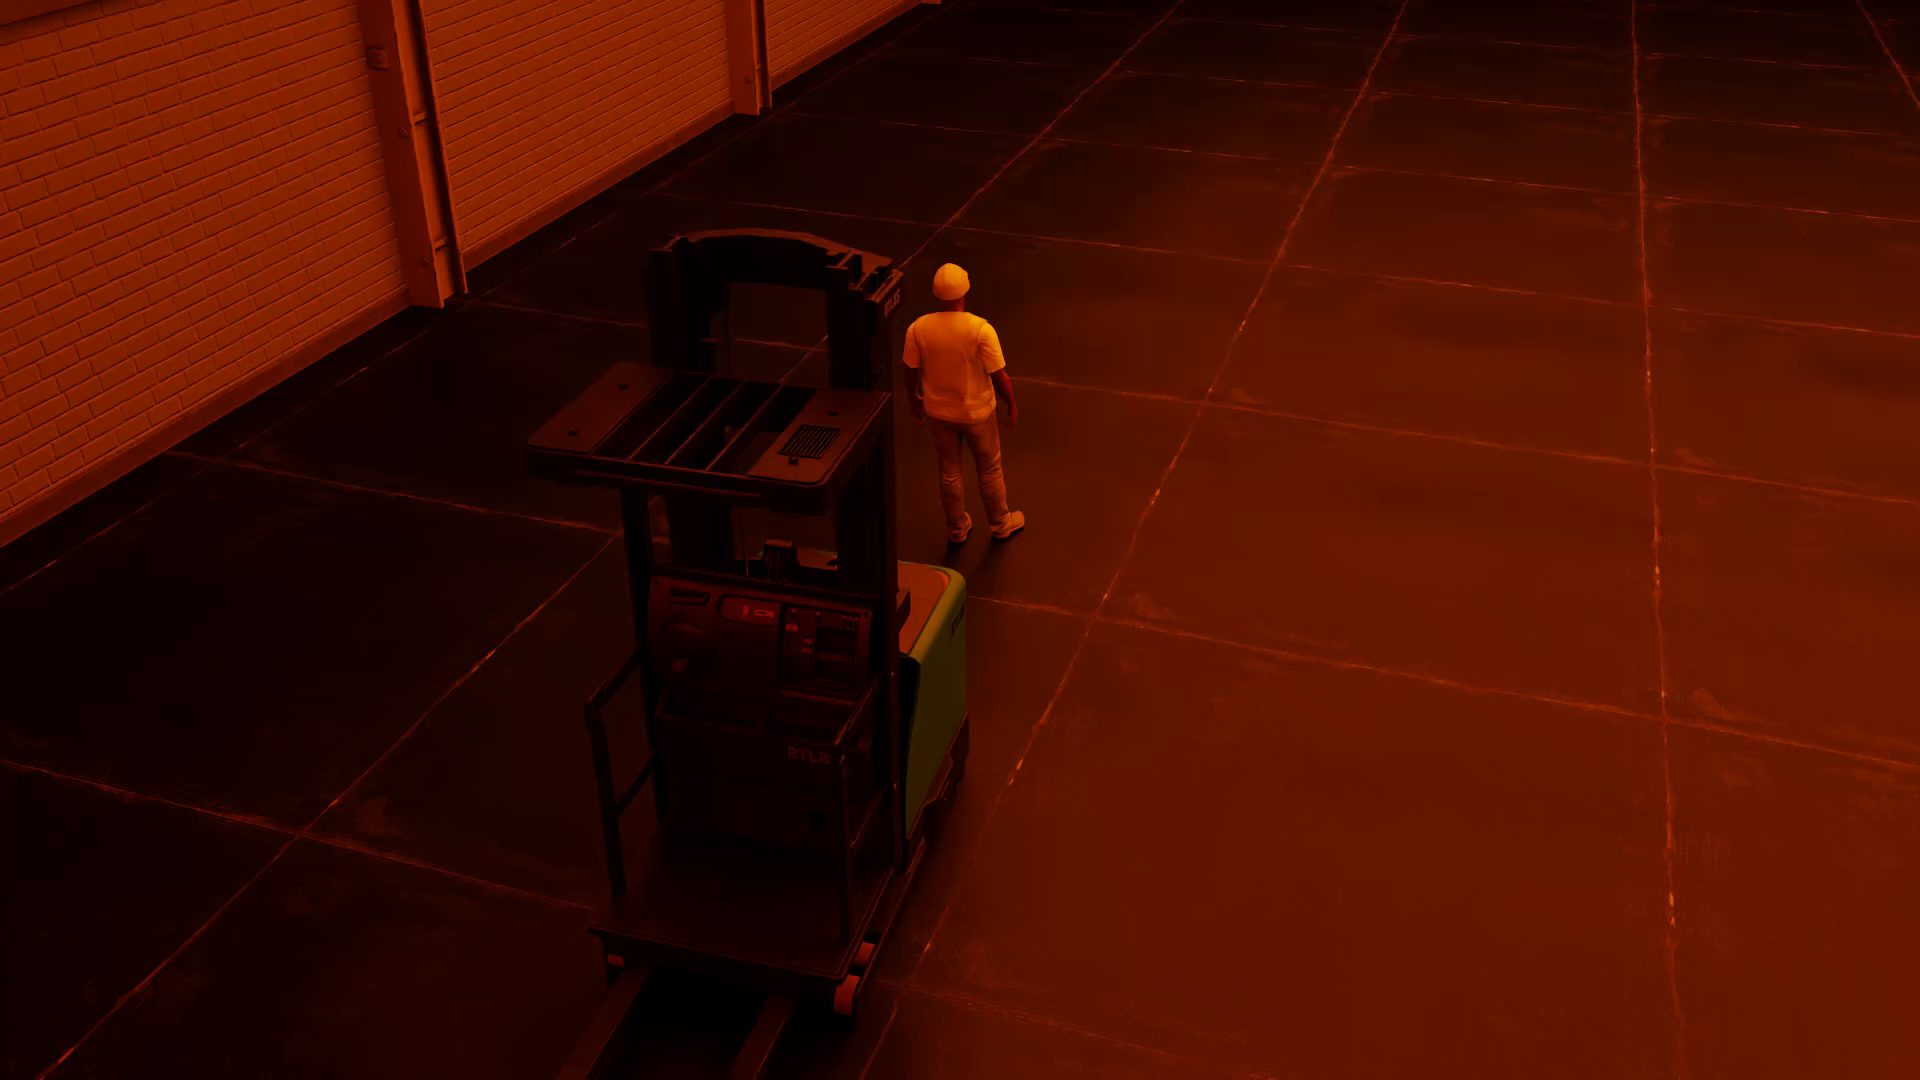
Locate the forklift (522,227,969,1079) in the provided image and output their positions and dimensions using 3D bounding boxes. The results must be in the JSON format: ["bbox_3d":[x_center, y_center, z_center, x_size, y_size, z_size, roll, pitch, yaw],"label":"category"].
[{"bbox_3d":[-0.850,0.432,6.379,1.130,2.935,3.031,8,31,14],"label":"forklift"}]

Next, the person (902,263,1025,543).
[{"bbox_3d":[0.027,-0.805,9.712,0.666,1.768,0.575,10,31,16],"label":"person"}]
